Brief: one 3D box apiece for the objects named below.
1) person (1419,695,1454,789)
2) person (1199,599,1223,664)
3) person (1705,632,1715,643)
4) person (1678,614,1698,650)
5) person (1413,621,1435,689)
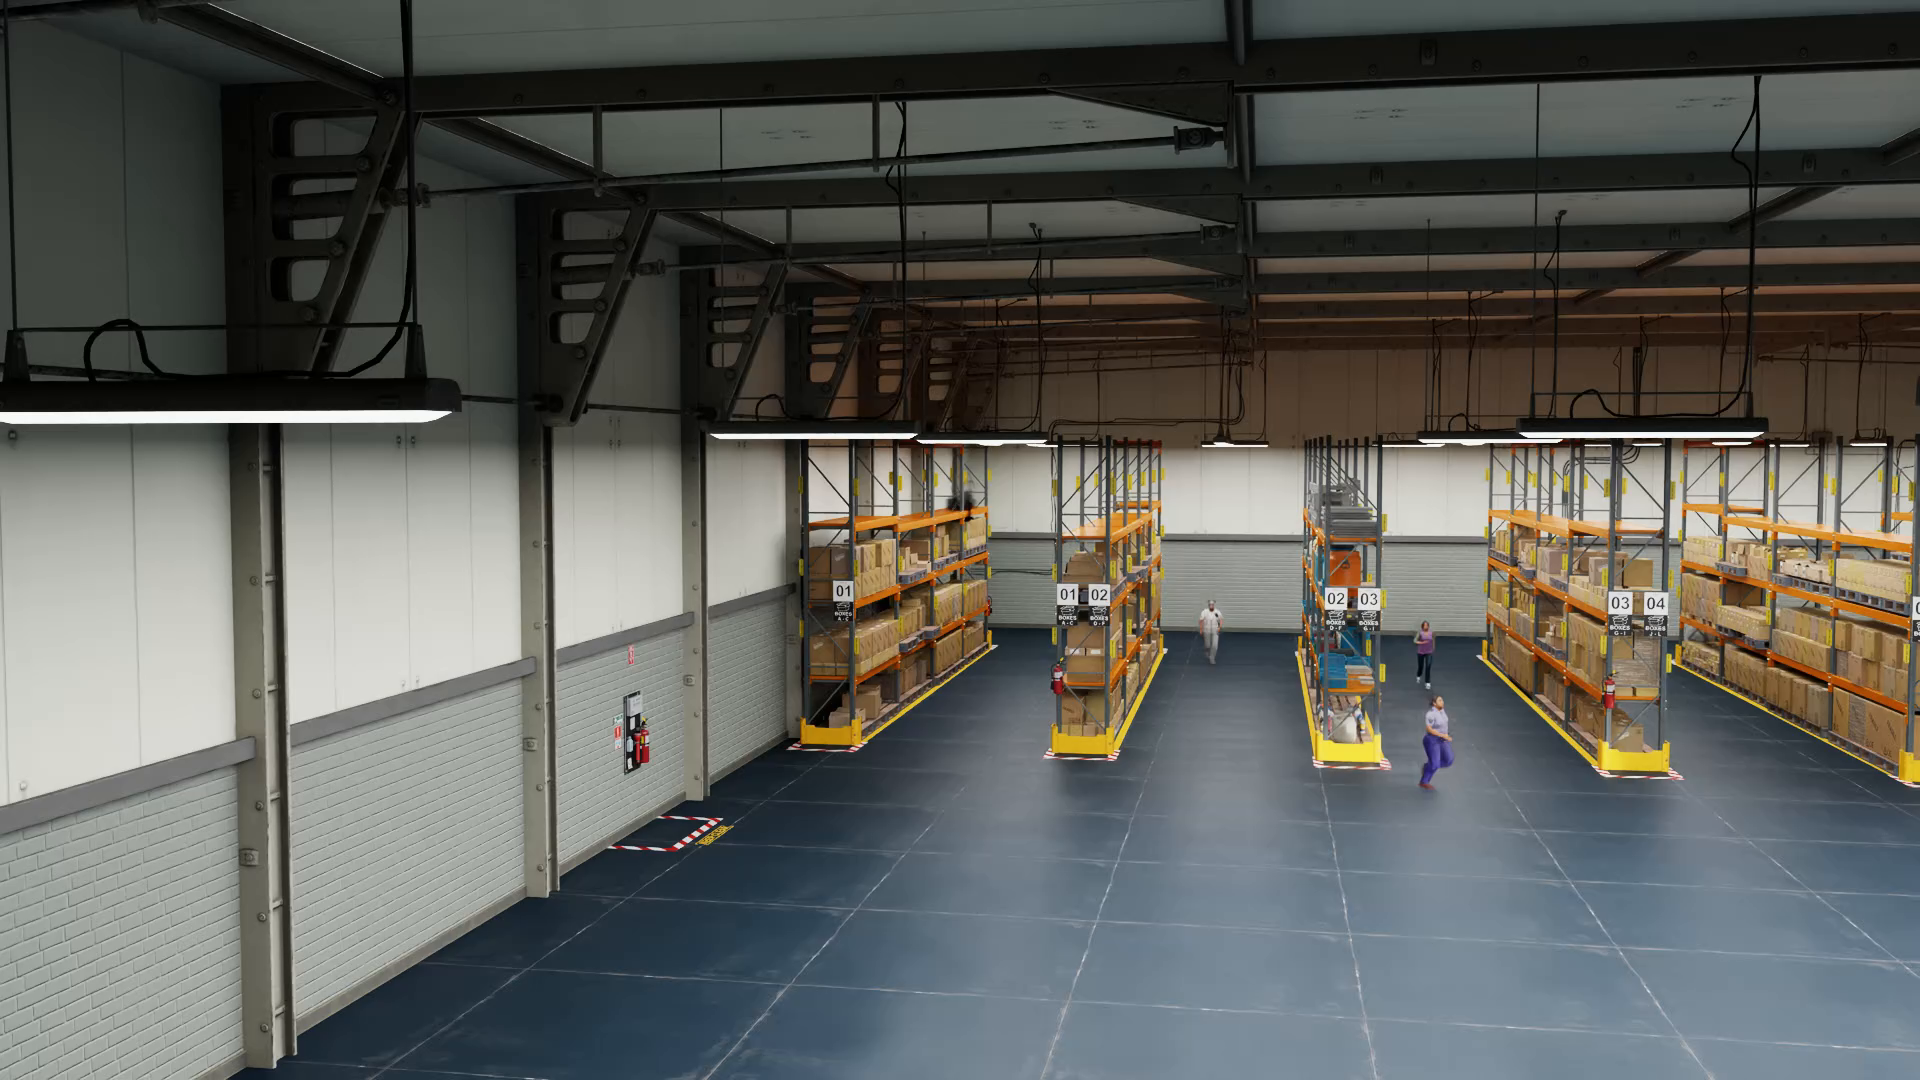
[{"bbox_3d":[8.081,3.410,28.088,0.633,1.608,0.612,-3,4,-43],"label":"person"},{"bbox_3d":[6.766,2.451,44.801,0.654,1.735,0.631,0,3,5],"label":"person"},{"bbox_3d":[20.542,2.426,45.556,0.771,1.703,0.774,-3,4,-41],"label":"person"},{"bbox_3d":[20.106,2.410,45.707,0.727,1.711,0.595,0,3,-1],"label":"person"},{"bbox_3d":[11.177,2.736,40.022,0.565,1.597,0.859,0,3,2],"label":"person"}]
